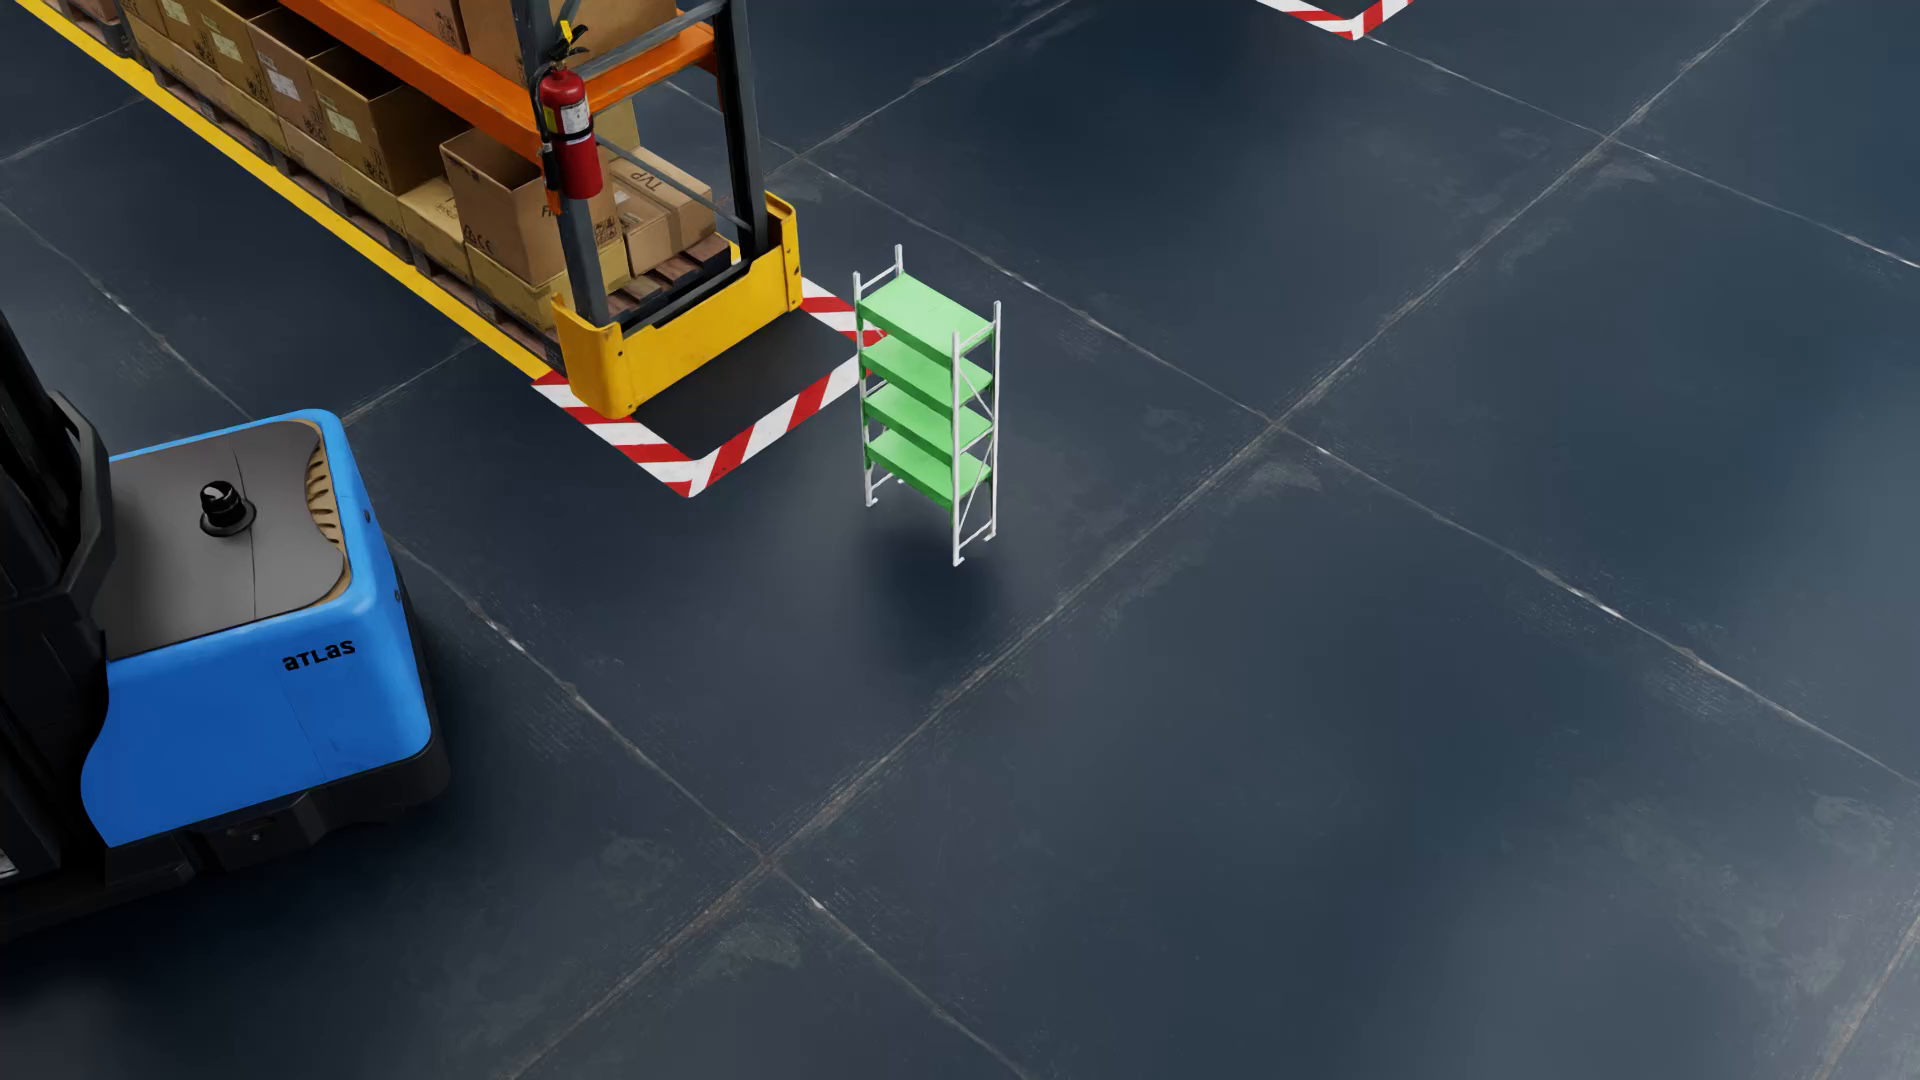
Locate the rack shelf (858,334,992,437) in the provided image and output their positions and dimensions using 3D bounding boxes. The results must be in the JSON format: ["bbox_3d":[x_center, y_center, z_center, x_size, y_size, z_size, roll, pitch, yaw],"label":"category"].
[{"bbox_3d":[-0.122,-0.613,6.261,0.480,0.148,0.258,34,55,28],"label":"rack shelf"}]

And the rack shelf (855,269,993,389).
[{"bbox_3d":[-0.122,-0.777,6.086,0.480,0.148,0.258,34,55,28],"label":"rack shelf"}]

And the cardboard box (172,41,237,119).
[{"bbox_3d":[-3.690,-2.479,8.618,0.500,0.250,0.500,34,55,28],"label":"cardboard box"}]

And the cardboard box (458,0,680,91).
[{"bbox_3d":[-1.584,-2.212,6.701,0.500,0.500,0.700,34,55,28],"label":"cardboard box"}]

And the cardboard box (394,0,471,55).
[{"bbox_3d":[-1.974,-2.469,6.942,0.500,0.500,0.700,35,56,29],"label":"cardboard box"}]

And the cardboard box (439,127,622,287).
[{"bbox_3d":[-1.846,-1.505,7.189,0.500,0.500,0.500,34,55,28],"label":"cardboard box"}]

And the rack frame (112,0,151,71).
[{"bbox_3d":[-4.189,-3.918,8.371,0.127,3.000,1.000,34,55,28],"label":"rack frame"}]

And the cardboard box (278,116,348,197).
[{"bbox_3d":[-2.955,-1.985,8.154,0.500,0.250,0.500,34,55,28],"label":"cardboard box"}]

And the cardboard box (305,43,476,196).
[{"bbox_3d":[-2.591,-1.992,7.646,0.500,0.500,0.500,34,55,28],"label":"cardboard box"}]

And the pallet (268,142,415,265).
[{"bbox_3d":[-2.733,-1.944,8.431,1.213,0.211,1.003,34,55,28],"label":"pallet"}]

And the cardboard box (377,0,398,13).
[{"bbox_3d":[-2.335,-2.718,7.175,0.500,0.500,0.700,34,56,28],"label":"cardboard box"}]

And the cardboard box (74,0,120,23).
[{"bbox_3d":[-4.691,-3.170,9.267,0.500,0.250,0.500,33,55,27],"label":"cardboard box"}]

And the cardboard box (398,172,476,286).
[{"bbox_3d":[-2.220,-1.490,7.690,0.500,0.250,0.500,34,55,28],"label":"cardboard box"}]

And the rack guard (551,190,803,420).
[{"bbox_3d":[-1.232,-1.072,7.414,0.348,0.500,1.175,34,55,28],"label":"rack guard"}]

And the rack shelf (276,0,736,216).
[{"bbox_3d":[-2.720,-2.683,7.705,4.000,0.370,1.077,34,55,28],"label":"rack shelf"}]

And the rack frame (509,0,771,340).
[{"bbox_3d":[-1.250,-1.940,6.514,0.127,3.000,1.000,34,55,28],"label":"rack frame"}]

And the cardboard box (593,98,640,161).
[{"bbox_3d":[-1.862,-2.030,7.682,0.500,0.500,0.500,34,55,28],"label":"cardboard box"}]

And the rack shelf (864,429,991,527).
[{"bbox_3d":[-0.122,-0.285,6.611,0.480,0.148,0.258,34,55,28],"label":"rack shelf"}]

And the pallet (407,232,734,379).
[{"bbox_3d":[-1.840,-1.341,7.864,1.213,0.211,1.003,34,55,28],"label":"pallet"}]

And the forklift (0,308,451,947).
[{"bbox_3d":[-3.367,-0.013,4.752,3.031,2.935,1.130,-16,49,-15],"label":"forklift"}]

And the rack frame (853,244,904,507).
[{"bbox_3d":[-0.301,-0.613,6.503,0.015,1.200,0.240,34,55,28],"label":"rack frame"}]

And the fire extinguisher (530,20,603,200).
[{"bbox_3d":[-1.478,-1.606,6.254,0.183,0.674,0.296,34,55,28],"label":"fire extinguisher"}]

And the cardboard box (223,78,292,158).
[{"bbox_3d":[-3.326,-2.229,8.383,0.500,0.250,0.500,34,55,28],"label":"cardboard box"}]

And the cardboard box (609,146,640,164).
[{"bbox_3d":[-1.863,-1.772,7.954,0.500,0.250,0.500,34,55,28],"label":"cardboard box"}]

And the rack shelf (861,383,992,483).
[{"bbox_3d":[-0.122,-0.449,6.436,0.480,0.148,0.258,34,55,28],"label":"rack shelf"}]

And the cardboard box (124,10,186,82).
[{"bbox_3d":[-4.054,-2.729,8.852,0.500,0.250,0.500,34,55,28],"label":"cardboard box"}]

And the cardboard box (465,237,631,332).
[{"bbox_3d":[-1.845,-1.249,7.464,0.500,0.250,0.500,34,55,28],"label":"cardboard box"}]

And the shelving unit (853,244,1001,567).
[{"bbox_3d":[-0.122,-0.493,6.389,0.503,1.200,0.258,34,55,28],"label":"shelving unit"}]

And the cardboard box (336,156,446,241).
[{"bbox_3d":[-2.589,-1.736,7.921,0.500,0.250,0.500,34,55,28],"label":"cardboard box"}]

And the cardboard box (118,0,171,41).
[{"bbox_3d":[-4.061,-2.980,8.574,0.500,0.500,0.500,34,55,28],"label":"cardboard box"}]

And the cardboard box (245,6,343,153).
[{"bbox_3d":[-2.957,-2.239,7.879,0.500,0.500,0.500,34,55,28],"label":"cardboard box"}]

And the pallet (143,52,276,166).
[{"bbox_3d":[-3.633,-2.548,8.997,1.213,0.211,1.003,34,55,28],"label":"pallet"}]

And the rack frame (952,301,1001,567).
[{"bbox_3d":[0.058,-0.372,6.276,0.015,1.200,0.240,34,55,28],"label":"rack frame"}]

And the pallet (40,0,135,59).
[{"bbox_3d":[-4.757,-3.307,9.710,1.213,0.211,1.003,34,55,28],"label":"pallet"}]

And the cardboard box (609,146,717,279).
[{"bbox_3d":[-1.493,-1.527,7.724,0.500,0.250,0.500,34,55,28],"label":"cardboard box"}]

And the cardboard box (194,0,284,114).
[{"bbox_3d":[-3.326,-2.486,8.110,0.500,0.500,0.500,34,55,28],"label":"cardboard box"}]

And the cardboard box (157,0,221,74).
[{"bbox_3d":[-3.688,-2.737,8.346,0.500,0.500,0.500,34,55,28],"label":"cardboard box"}]
